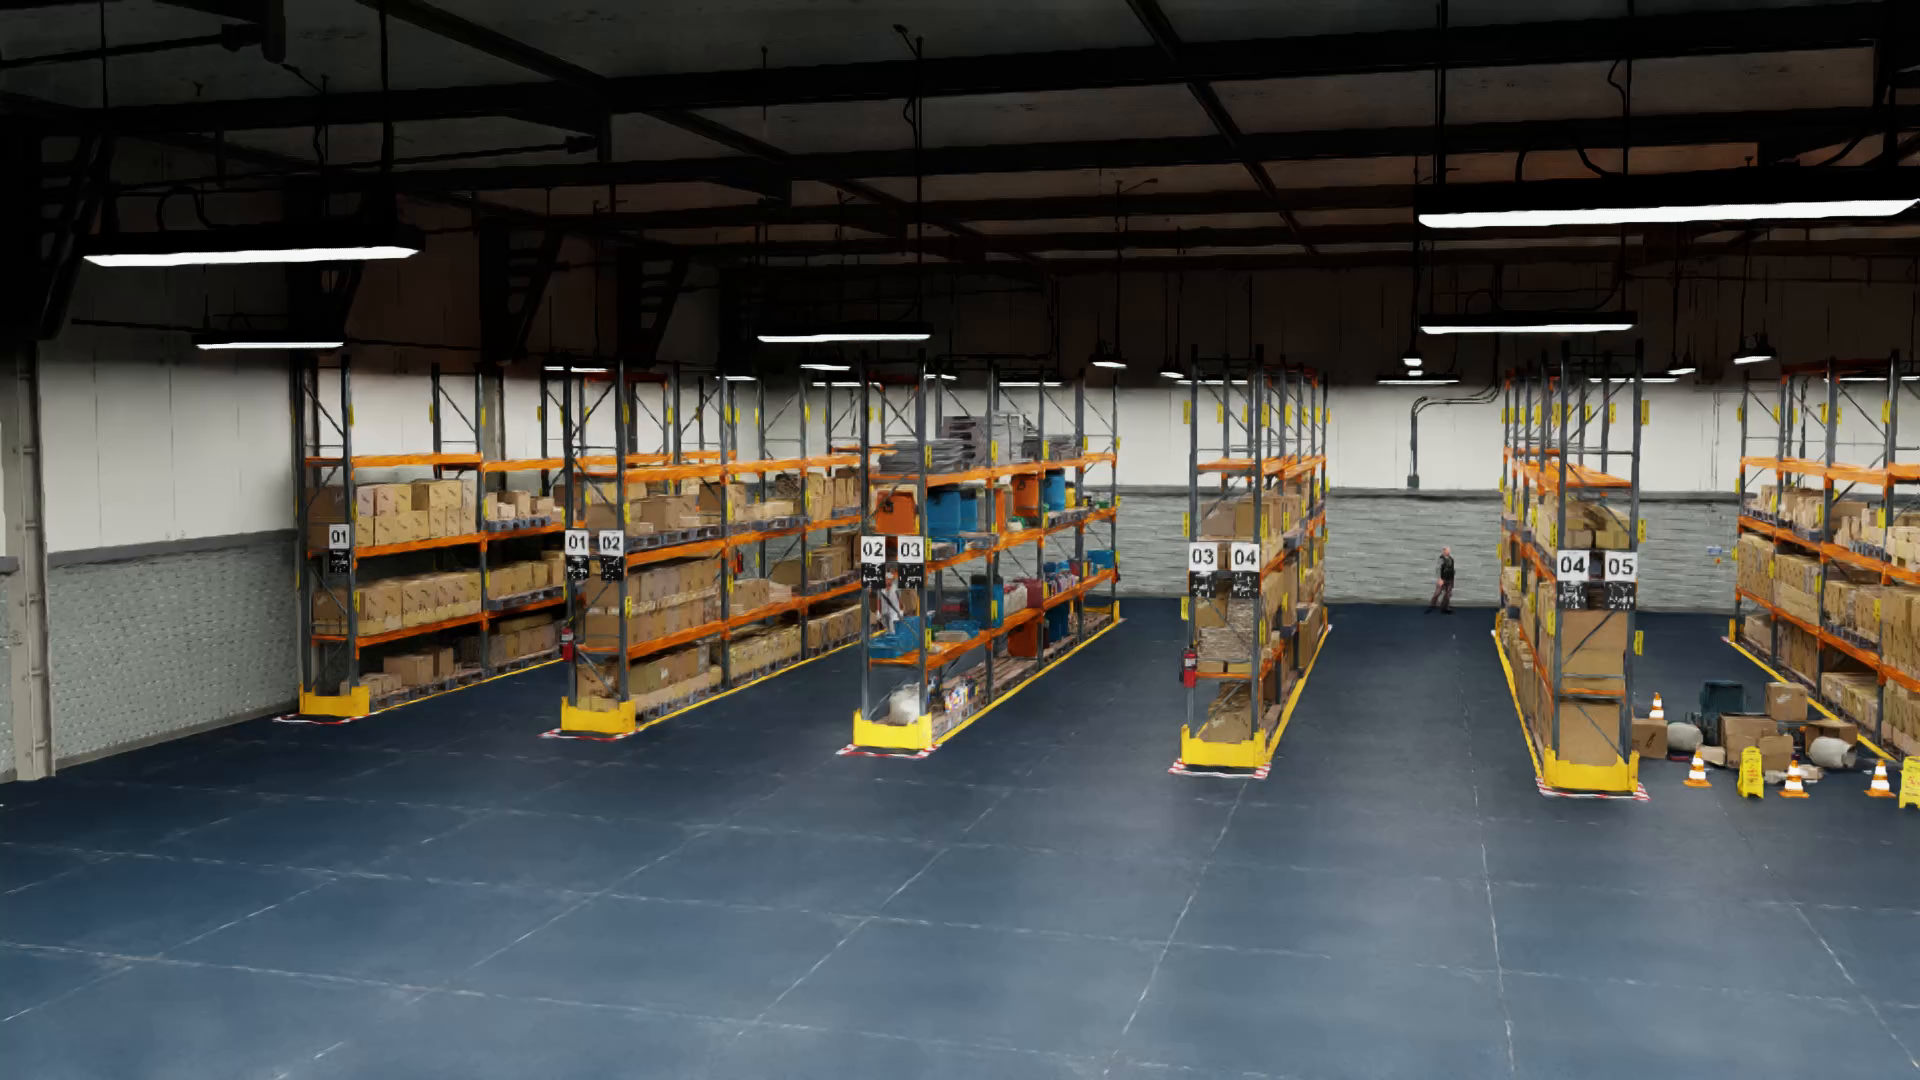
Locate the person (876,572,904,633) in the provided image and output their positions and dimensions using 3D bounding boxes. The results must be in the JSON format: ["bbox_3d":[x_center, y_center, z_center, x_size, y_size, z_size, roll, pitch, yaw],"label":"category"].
[{"bbox_3d":[-1.498,1.508,34.958,0.557,1.705,1.116,1,4,13],"label":"person"}]

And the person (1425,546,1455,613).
[{"bbox_3d":[12.141,0.999,42.032,0.728,1.714,0.511,-2,5,-27],"label":"person"}]
